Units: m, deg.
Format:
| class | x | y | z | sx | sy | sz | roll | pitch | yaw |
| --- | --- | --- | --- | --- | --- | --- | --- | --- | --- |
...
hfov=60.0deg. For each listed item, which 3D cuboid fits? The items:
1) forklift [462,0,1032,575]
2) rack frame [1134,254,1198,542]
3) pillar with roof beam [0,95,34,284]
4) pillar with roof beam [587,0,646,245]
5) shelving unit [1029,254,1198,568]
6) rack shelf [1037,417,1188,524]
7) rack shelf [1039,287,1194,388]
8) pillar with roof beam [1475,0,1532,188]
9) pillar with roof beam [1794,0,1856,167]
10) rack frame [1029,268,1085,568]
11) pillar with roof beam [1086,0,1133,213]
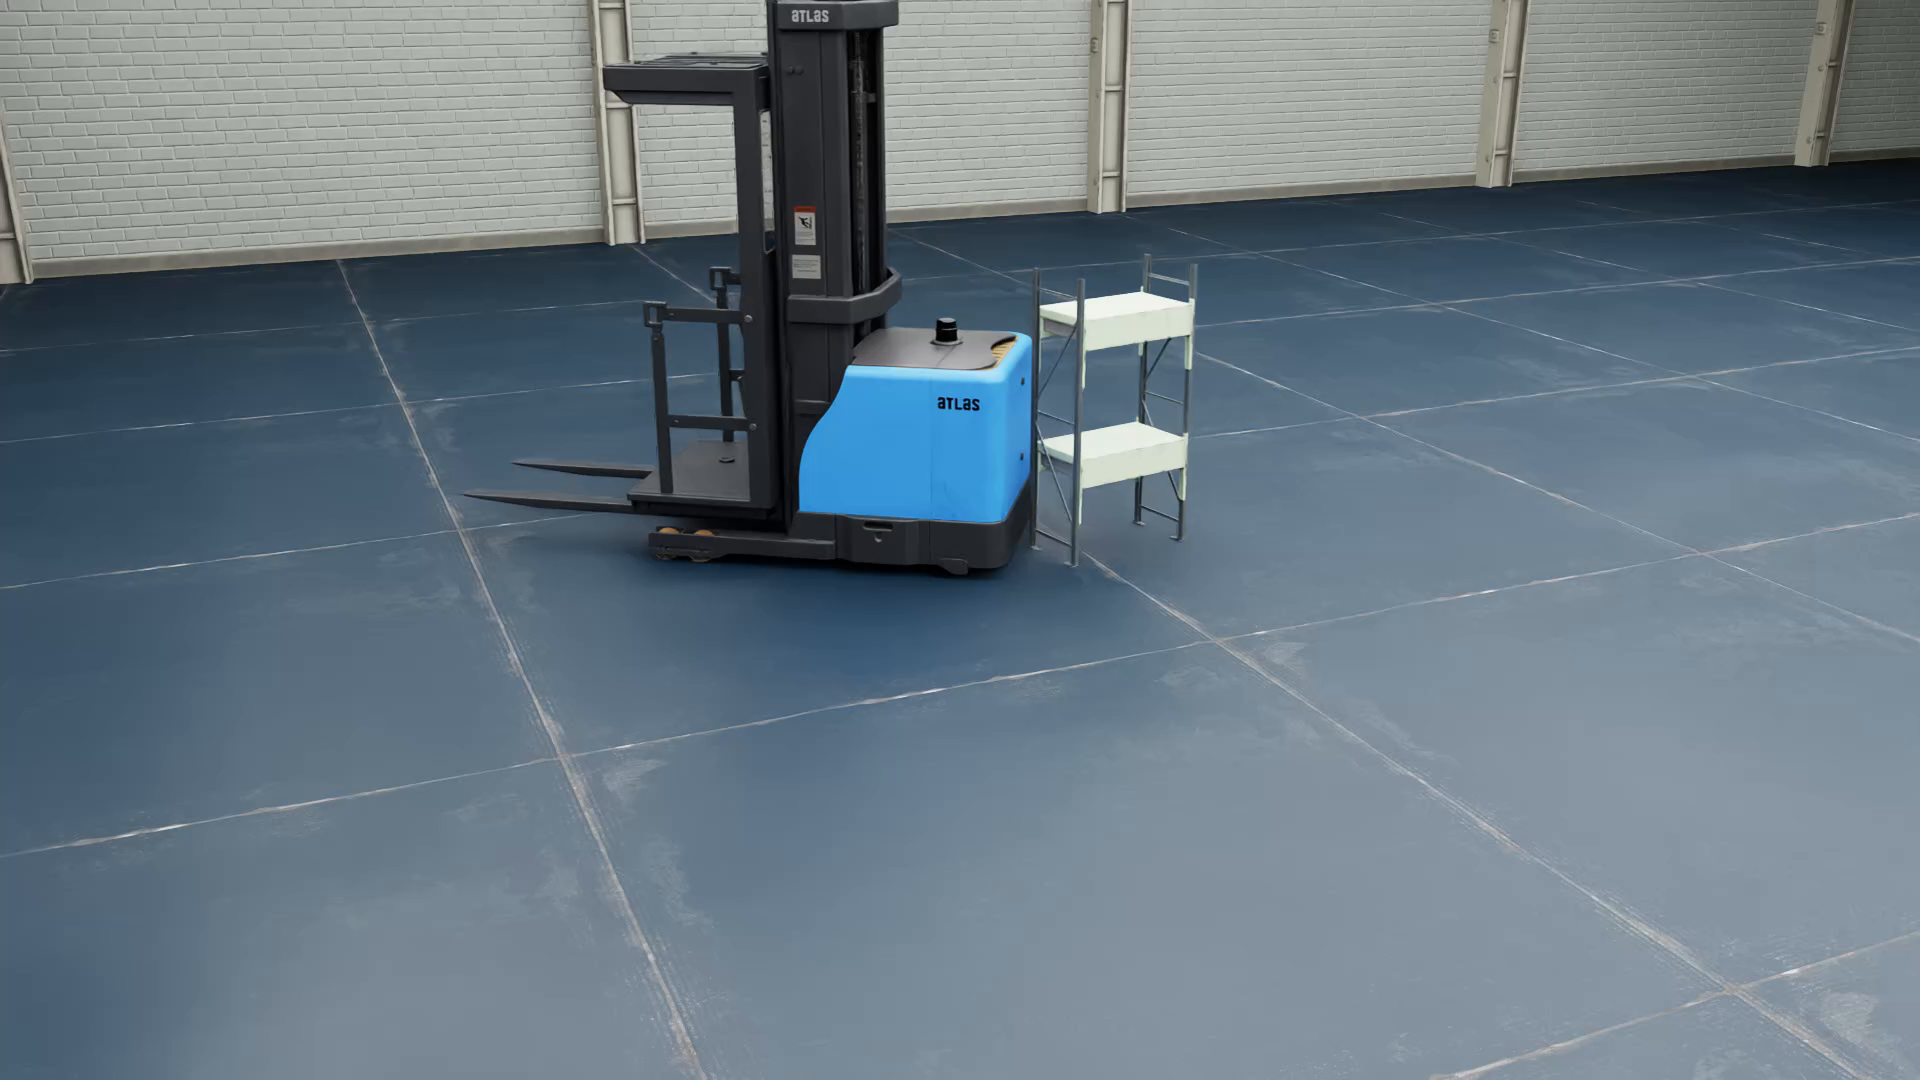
| class | x | y | z | sx | sy | sz | roll | pitch | yaw |
| --- | --- | --- | --- | --- | --- | --- | --- | --- | --- |
| forklift | -1.164 | -1.432 | 8.675 | 3.031 | 2.935 | 1.130 | 4 | 20 | 11 |
| rack frame | 1.095 | -0.754 | 8.904 | 0.023 | 1.500 | 0.400 | -13 | 23 | -32 |
| pillar with roof beam | -7.505 | -5.431 | 10.897 | 0.400 | 9.000 | 9.100 | -8 | 21 | -22 |
| pillar with roof beam | -1.996 | -6.220 | 13.139 | 0.400 | 9.000 | 9.100 | -8 | 21 | -22 |
| shelving unit | 0.793 | -0.685 | 8.710 | 0.755 | 1.500 | 0.431 | -13 | 23 | -32 |
| rack shelf | 0.793 | -0.378 | 8.818 | 0.720 | 0.370 | 0.431 | -13 | 23 | -32 |
| rack shelf | 0.793 | -1.053 | 8.580 | 0.720 | 0.370 | 0.431 | -13 | 23 | -32 |
| pillar with roof beam | 9.023 | -7.799 | 17.622 | 0.400 | 9.000 | 9.100 | -8 | 21 | -22 |
| pillar with roof beam | 14.532 | -8.588 | 19.864 | 0.400 | 9.000 | 9.100 | -8 | 21 | -22 |
| rack frame | 0.490 | -0.617 | 8.515 | 0.023 | 1.500 | 0.400 | -13 | 23 | -32 |
| pillar with roof beam | 3.513 | -7.010 | 15.381 | 0.400 | 9.000 | 9.100 | -8 | 21 | -22 |
